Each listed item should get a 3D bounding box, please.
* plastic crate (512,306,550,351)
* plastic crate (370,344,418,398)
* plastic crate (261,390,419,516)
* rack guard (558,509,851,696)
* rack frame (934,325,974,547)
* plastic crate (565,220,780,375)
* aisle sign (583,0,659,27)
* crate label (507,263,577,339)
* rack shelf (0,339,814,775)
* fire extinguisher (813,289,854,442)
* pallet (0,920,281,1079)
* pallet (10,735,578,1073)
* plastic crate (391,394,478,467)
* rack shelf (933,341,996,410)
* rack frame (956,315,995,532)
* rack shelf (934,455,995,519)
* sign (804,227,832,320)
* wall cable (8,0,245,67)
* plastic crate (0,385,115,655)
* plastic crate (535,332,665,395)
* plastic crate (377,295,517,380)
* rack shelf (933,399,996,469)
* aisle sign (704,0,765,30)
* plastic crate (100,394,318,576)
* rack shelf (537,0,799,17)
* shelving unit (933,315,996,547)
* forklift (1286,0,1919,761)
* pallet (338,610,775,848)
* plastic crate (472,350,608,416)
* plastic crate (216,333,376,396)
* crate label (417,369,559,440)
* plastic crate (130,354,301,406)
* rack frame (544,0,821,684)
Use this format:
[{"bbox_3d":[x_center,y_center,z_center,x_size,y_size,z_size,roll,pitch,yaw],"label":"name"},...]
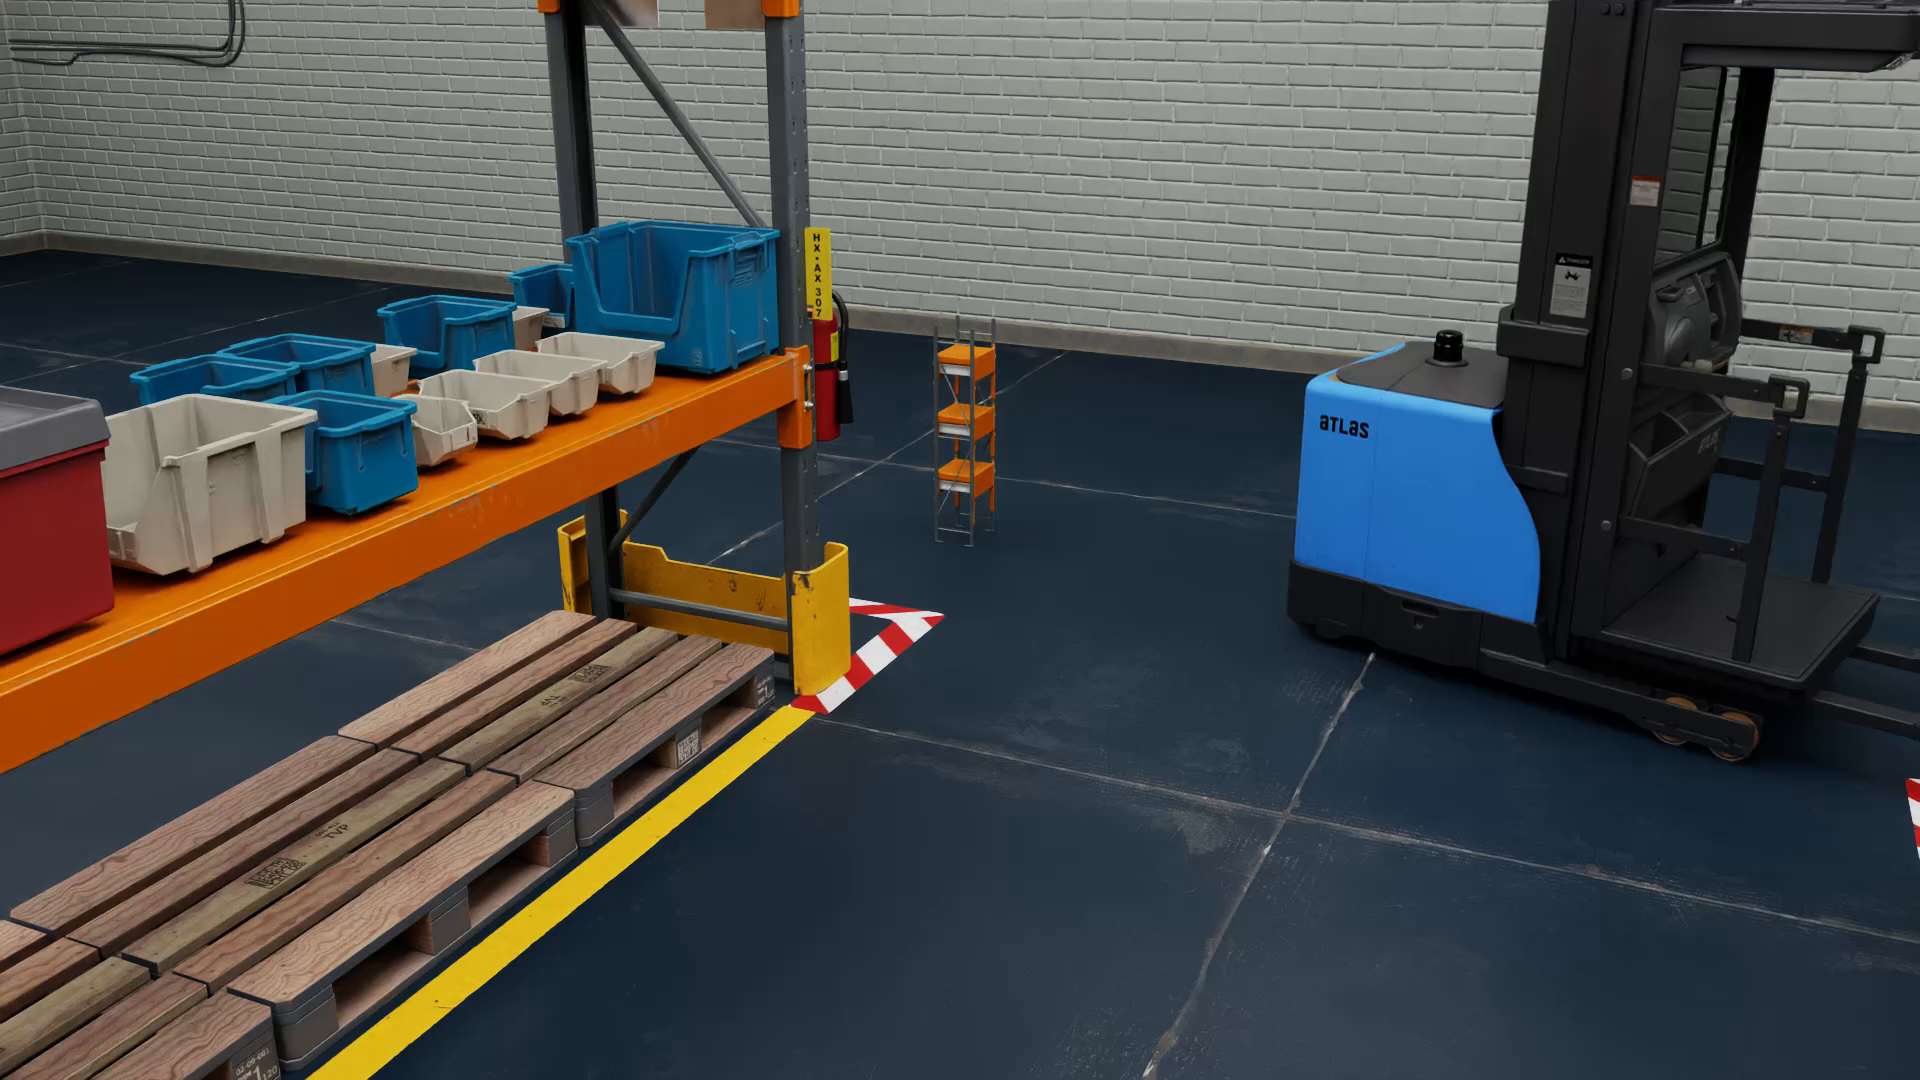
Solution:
[{"bbox_3d":[-1.619,-0.725,5.835,0.250,0.136,0.298,9,21,23],"label":"plastic crate"},{"bbox_3d":[-1.897,-0.518,5.252,0.250,0.136,0.298,9,21,23],"label":"plastic crate"},{"bbox_3d":[-1.618,-0.225,4.284,0.416,0.233,0.300,9,21,23],"label":"plastic crate"},{"bbox_3d":[-1.013,0.230,6.575,1.175,0.500,0.348,9,21,23],"label":"rack guard"},{"bbox_3d":[-0.028,-0.474,7.734,0.200,1.050,0.008,9,21,23],"label":"rack frame"},{"bbox_3d":[-0.978,-0.855,5.754,0.616,0.435,0.499,9,21,23],"label":"plastic crate"},{"bbox_3d":[-1.252,-2.226,5.871,0.394,0.787,0.004,9,21,23],"label":"aisle sign"},{"bbox_3d":[-1.412,-0.857,6.063,0.416,0.233,0.303,9,21,23],"label":"crate label"},{"bbox_3d":[-1.830,0.012,4.532,1.077,0.370,4.000,9,21,23],"label":"rack shelf"},{"bbox_3d":[-0.534,-0.710,6.160,0.296,0.674,0.183,9,21,23],"label":"fire extinguisher"},{"bbox_3d":[-2.383,1.368,3.806,1.003,0.211,1.213,9,21,23],"label":"pallet"},{"bbox_3d":[-1.885,0.994,4.859,1.003,0.211,1.213,9,21,23],"label":"pallet"},{"bbox_3d":[-1.507,-0.300,4.640,0.298,0.136,0.250,9,21,23],"label":"plastic crate"},{"bbox_3d":[0.022,-0.768,7.747,0.215,0.259,0.240,9,21,23],"label":"rack shelf"},{"bbox_3d":[0.072,-0.548,7.944,0.200,1.050,0.008,9,21,23],"label":"rack frame"},{"bbox_3d":[0.022,-0.239,7.936,0.215,0.259,0.240,9,21,23],"label":"rack shelf"},{"bbox_3d":[-0.502,-0.945,5.905,0.100,0.325,0.005,9,21,23],"label":"sign"},{"bbox_3d":[-7.407,-5.341,14.192,3.097,2.526,0.112,9,21,23],"label":"wall cable"},{"bbox_3d":[-2.054,-0.012,3.342,0.402,0.464,0.583,9,21,23],"label":"plastic crate"},{"bbox_3d":[-1.180,-0.568,5.394,0.396,0.136,0.243,9,21,23],"label":"plastic crate"},{"bbox_3d":[-1.682,-0.656,5.497,0.416,0.233,0.300,9,21,23],"label":"plastic crate"},{"bbox_3d":[0.022,-0.501,7.842,0.215,0.259,0.240,9,21,23],"label":"rack shelf"},{"bbox_3d":[-0.714,-2.145,5.644,0.394,0.787,0.004,9,21,23],"label":"aisle sign"},{"bbox_3d":[-1.855,-0.129,3.943,0.437,0.282,0.530,9,21,23],"label":"plastic crate"},{"bbox_3d":[-1.830,-1.401,4.029,1.077,0.370,4.000,9,21,23],"label":"rack shelf"},{"bbox_3d":[0.022,-0.511,7.839,0.215,1.050,0.252,9,21,23],"label":"shelving unit"},{"bbox_3d":[2.805,-0.810,5.871,3.031,2.935,1.130,16,25,37],"label":"forklift"},{"bbox_3d":[-1.384,0.622,5.904,1.003,0.211,1.213,9,21,23],"label":"pallet"},{"bbox_3d":[-1.311,-0.481,5.150,0.396,0.136,0.243,9,21,23],"label":"plastic crate"},{"bbox_3d":[-1.951,-0.455,4.931,0.416,0.233,0.300,9,21,23],"label":"plastic crate"},{"bbox_3d":[-1.403,-0.393,4.901,0.396,0.136,0.243,9,21,23],"label":"crate label"},{"bbox_3d":[-2.074,-0.363,4.673,0.416,0.233,0.300,9,21,23],"label":"plastic crate"},{"bbox_3d":[-1.011,-0.938,6.130,1.000,3.000,0.127,9,21,23],"label":"rack frame"}]
